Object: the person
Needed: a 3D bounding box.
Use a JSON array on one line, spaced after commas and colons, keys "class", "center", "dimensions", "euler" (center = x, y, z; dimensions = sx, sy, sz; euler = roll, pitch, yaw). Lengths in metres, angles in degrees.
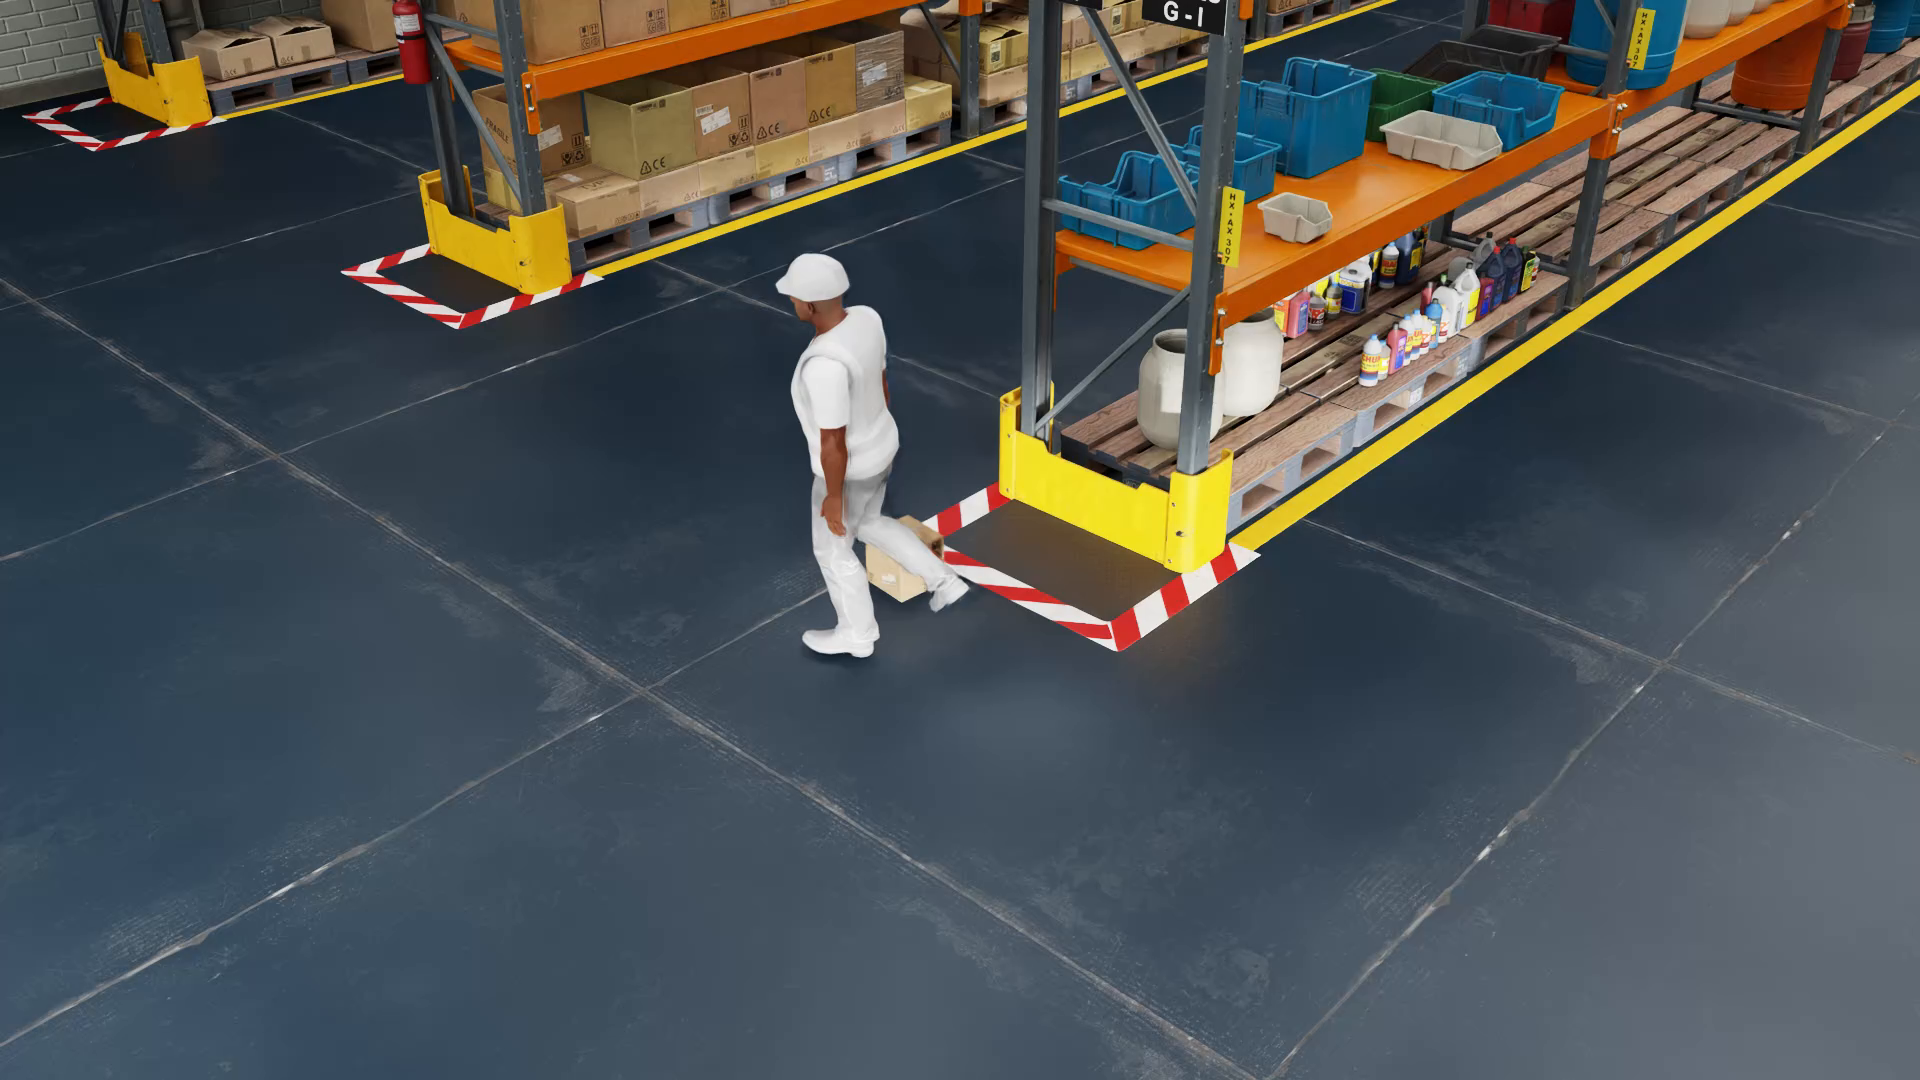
[{"class": "person", "center": [-0.338, -0.308, 6.606], "dimensions": [0.717, 1.752, 0.598], "euler": [8, 32, 13]}]
